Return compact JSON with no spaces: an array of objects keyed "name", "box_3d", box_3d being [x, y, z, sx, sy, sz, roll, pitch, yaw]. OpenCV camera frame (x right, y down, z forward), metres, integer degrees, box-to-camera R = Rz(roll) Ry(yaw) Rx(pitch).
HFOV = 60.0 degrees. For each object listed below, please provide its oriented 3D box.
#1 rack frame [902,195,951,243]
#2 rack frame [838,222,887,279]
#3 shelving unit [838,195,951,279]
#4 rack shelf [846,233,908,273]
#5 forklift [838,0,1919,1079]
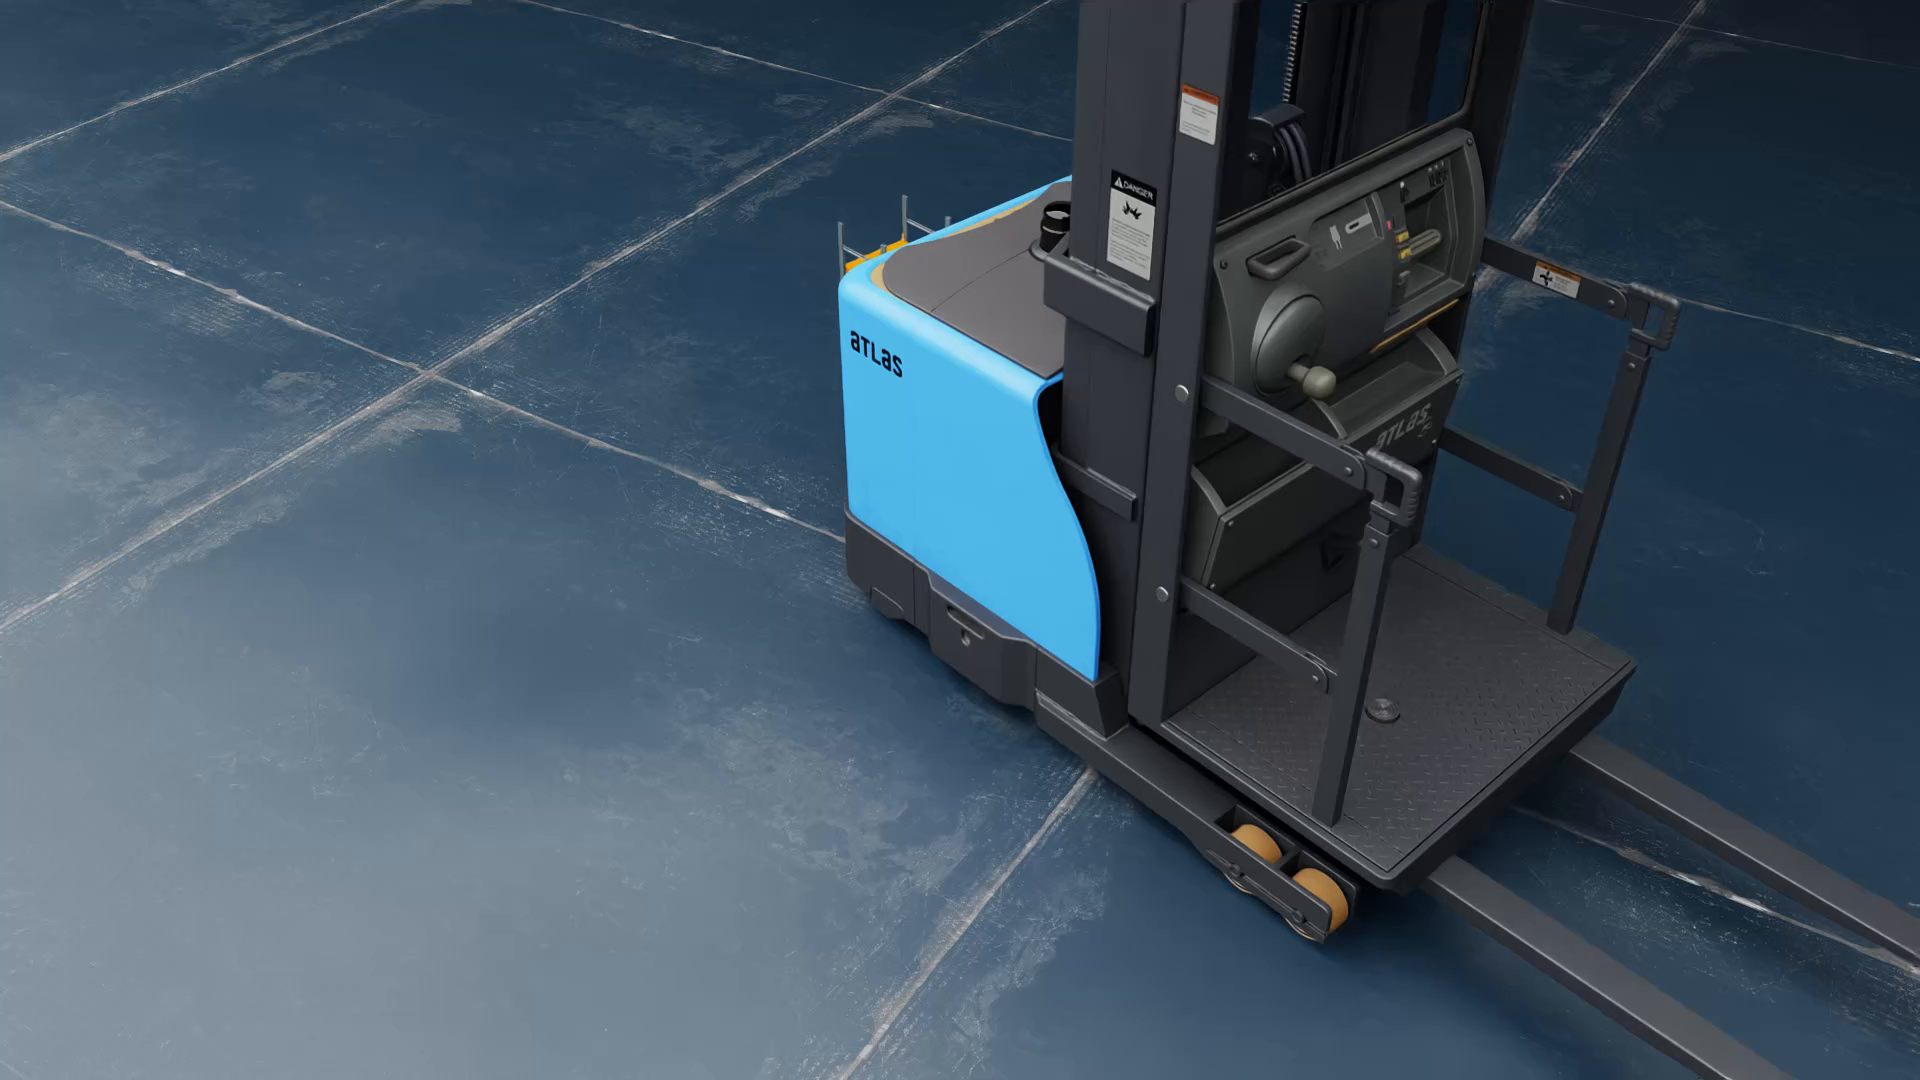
[{"name":"rack frame","box_3d":[-0.096,-0.541,5.092,0.008,1.050,0.200,-30,47,-33]},{"name":"rack frame","box_3d":[-0.273,-0.438,4.959,0.008,1.050,0.200,-30,47,-33]},{"name":"shelving unit","box_3d":[-0.185,-0.490,5.025,0.252,1.050,0.215,-30,47,-33]},{"name":"rack shelf","box_3d":[-0.185,-0.706,4.858,0.240,0.259,0.215,-30,47,-33]},{"name":"forklift","box_3d":[1.025,-0.558,3.573,1.130,2.935,3.031,-29,46,-32]}]
